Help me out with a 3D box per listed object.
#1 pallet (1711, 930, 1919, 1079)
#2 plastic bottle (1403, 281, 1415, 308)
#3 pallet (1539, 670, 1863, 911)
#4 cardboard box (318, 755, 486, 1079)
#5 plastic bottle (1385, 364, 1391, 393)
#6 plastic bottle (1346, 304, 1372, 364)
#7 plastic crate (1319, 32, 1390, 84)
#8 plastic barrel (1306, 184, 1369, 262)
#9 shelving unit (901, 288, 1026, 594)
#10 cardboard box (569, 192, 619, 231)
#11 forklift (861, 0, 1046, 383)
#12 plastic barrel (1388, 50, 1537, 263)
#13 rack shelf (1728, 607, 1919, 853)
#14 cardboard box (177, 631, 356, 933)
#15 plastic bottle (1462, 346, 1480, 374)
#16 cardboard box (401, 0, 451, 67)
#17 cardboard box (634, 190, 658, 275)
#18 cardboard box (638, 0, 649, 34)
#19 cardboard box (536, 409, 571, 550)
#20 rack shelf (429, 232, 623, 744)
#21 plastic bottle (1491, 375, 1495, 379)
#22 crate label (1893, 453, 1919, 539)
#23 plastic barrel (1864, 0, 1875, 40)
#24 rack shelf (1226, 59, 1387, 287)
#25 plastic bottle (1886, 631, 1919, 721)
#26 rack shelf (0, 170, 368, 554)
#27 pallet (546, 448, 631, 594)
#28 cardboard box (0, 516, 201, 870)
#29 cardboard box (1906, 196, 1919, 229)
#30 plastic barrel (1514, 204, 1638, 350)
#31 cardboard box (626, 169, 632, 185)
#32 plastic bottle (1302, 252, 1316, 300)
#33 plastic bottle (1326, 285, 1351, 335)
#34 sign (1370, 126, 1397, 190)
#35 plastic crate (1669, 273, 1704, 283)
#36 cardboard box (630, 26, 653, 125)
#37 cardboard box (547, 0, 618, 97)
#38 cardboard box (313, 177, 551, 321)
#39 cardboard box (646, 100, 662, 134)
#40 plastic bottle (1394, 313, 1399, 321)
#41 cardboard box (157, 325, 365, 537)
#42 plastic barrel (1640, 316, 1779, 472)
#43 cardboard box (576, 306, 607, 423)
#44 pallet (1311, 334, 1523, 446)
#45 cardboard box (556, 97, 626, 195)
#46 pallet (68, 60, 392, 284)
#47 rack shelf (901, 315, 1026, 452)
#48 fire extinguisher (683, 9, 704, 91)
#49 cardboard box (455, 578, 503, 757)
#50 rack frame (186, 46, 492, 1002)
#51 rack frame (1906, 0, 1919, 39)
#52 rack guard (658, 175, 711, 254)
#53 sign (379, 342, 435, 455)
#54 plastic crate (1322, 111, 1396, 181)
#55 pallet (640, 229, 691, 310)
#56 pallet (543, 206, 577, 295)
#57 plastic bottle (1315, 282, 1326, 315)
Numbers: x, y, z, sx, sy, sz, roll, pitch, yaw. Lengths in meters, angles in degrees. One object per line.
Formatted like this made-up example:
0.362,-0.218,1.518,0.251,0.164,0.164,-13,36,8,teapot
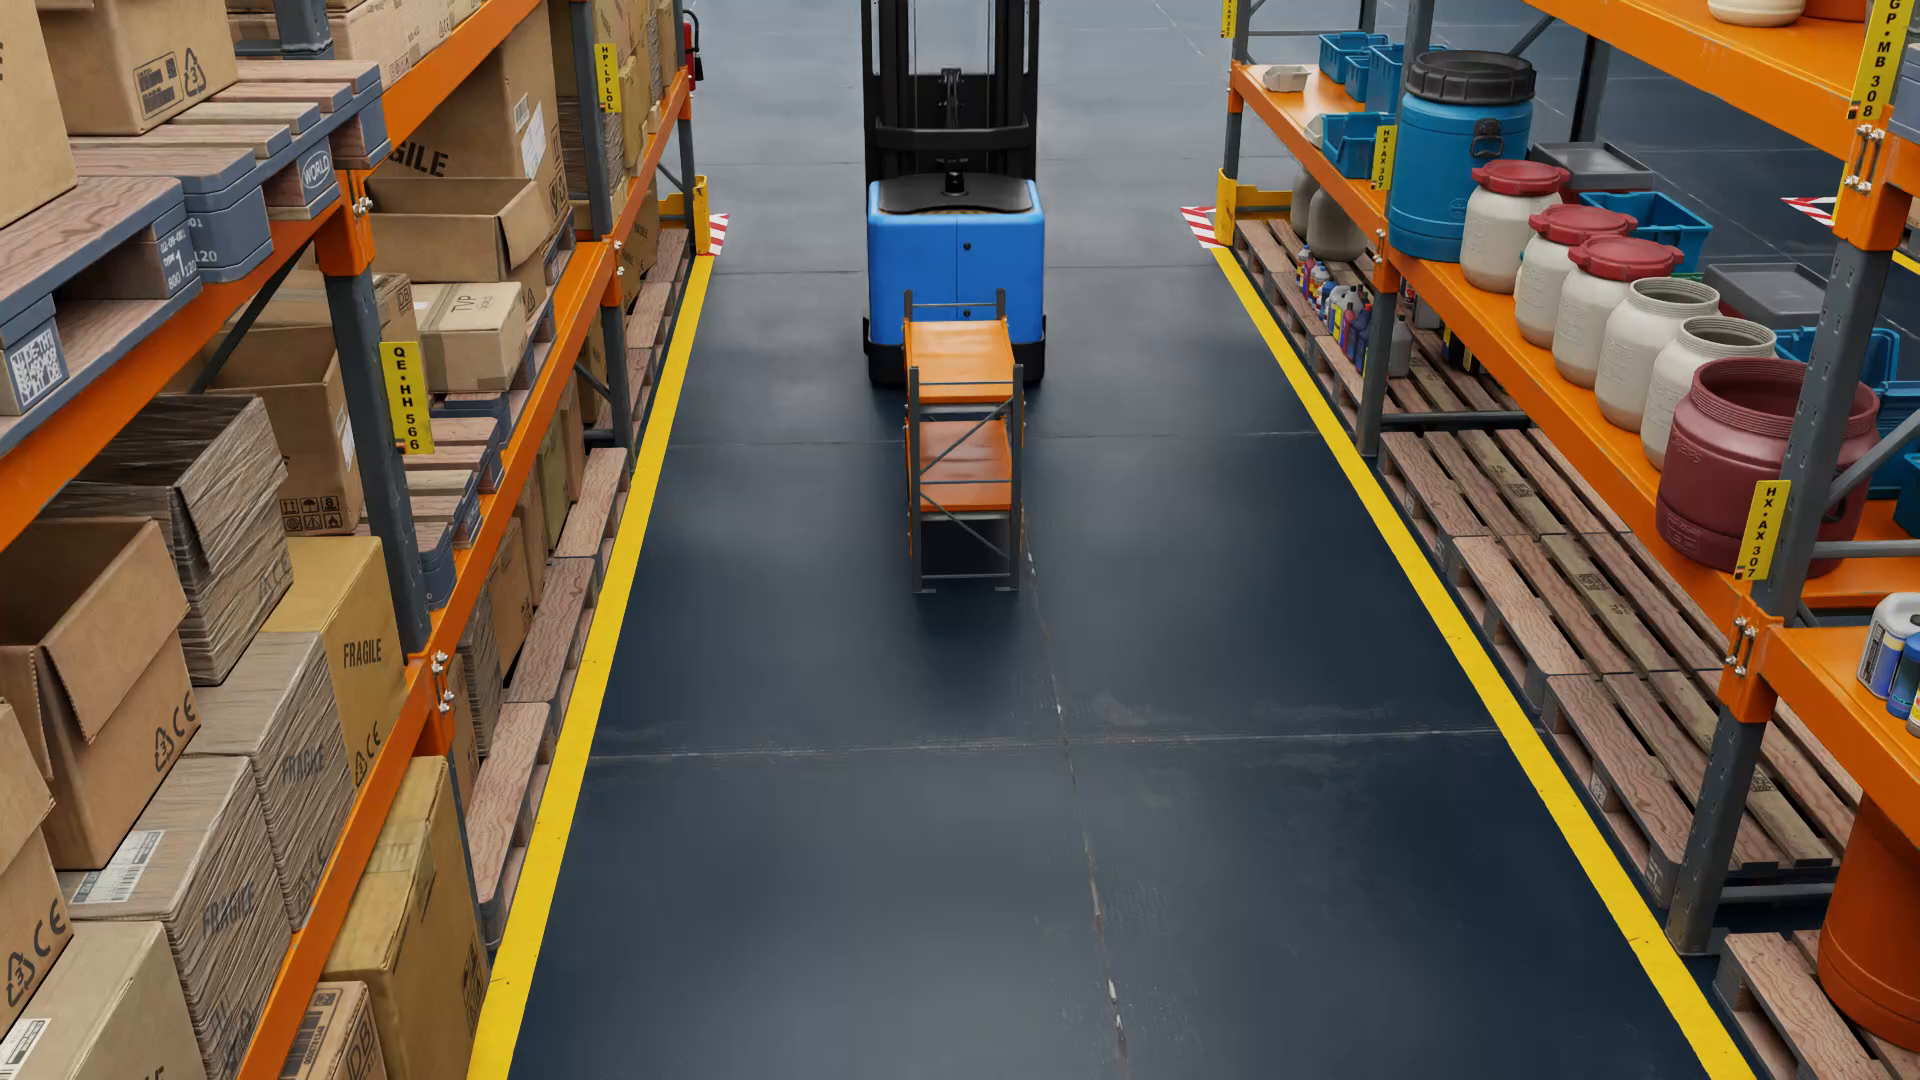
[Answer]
2.986,1.629,4.899,1.003,0.211,1.213,-1,28,-3,pallet
2.888,-1.589,10.604,0.097,0.201,0.097,0,28,0,plastic bottle
2.901,0.907,6.283,1.003,0.211,1.213,-1,28,-3,pallet
-2.028,1.224,4.503,1.225,0.875,0.875,-3,28,-5,cardboard box
2.364,-0.932,9.344,0.097,0.201,0.097,0,28,0,plastic bottle
2.363,-1.218,9.730,0.144,0.351,0.185,-3,28,-5,plastic bottle
2.810,-3.375,11.639,0.499,0.251,0.616,-1,28,-3,plastic crate
2.622,-2.215,11.489,0.421,0.512,0.421,0,28,0,plastic barrel
0.000,-0.496,7.984,0.538,1.125,1.048,-1,28,-3,shelving unit
-1.963,-1.694,8.525,0.380,0.149,0.250,-1,28,-3,cardboard box
-0.070,-2.874,10.591,1.130,2.935,3.031,-1,28,-2,forklift
2.412,-1.855,8.020,0.600,0.901,0.708,-1,28,-3,plastic barrel
3.007,1.272,3.346,1.077,0.370,4.000,-1,28,-3,rack shelf
-1.750,0.557,3.831,0.500,0.500,0.500,-2,28,-3,cardboard box
2.965,-1.112,9.601,0.061,0.283,0.133,-1,28,-3,plastic bottle
-1.840,-1.575,4.945,0.500,0.250,0.500,-1,28,-1,cardboard box
-2.380,-2.060,11.204,0.500,0.500,0.500,6,28,11,cardboard box
-2.112,-3.224,9.678,0.500,0.500,0.500,-1,28,-3,cardboard box
-2.236,-0.280,7.771,0.700,0.500,0.500,-2,28,-3,cardboard box
-2.148,-0.456,6.658,1.077,0.370,4.000,-1,28,-3,rack shelf
3.105,-1.024,9.520,0.097,0.201,0.097,0,28,0,plastic bottle
3.255,-0.100,5.380,0.303,0.233,0.416,-1,28,-3,crate label
3.077,-1.908,4.878,0.600,0.901,0.600,0,28,0,plastic barrel
2.590,-2.423,10.429,1.077,0.370,4.000,-1,28,-3,rack shelf
2.581,0.348,4.478,0.097,0.271,0.097,0,28,0,plastic bottle
-1.939,0.061,2.423,1.077,0.370,4.000,-1,28,-3,rack shelf
-2.210,-0.103,8.218,1.003,0.211,1.213,-1,28,-3,pallet
-1.990,0.299,3.241,0.797,0.503,0.637,-1,28,-1,cardboard box
7.238,-2.497,12.314,0.500,0.250,0.500,-1,28,-3,cardboard box
2.563,-1.092,6.954,0.433,0.535,0.433,0,28,0,plastic barrel
-2.026,-2.039,9.188,0.380,0.149,0.250,-1,28,-3,cardboard box
2.262,-1.706,10.739,0.061,0.283,0.133,-1,28,-2,plastic bottle
2.341,-1.409,10.177,0.152,0.276,0.135,-1,28,-2,plastic bottle
2.144,-1.933,8.413,0.100,0.325,0.005,-1,28,-3,sign
3.067,-0.927,7.012,0.450,0.188,0.662,-1,28,-3,plastic crate
-2.316,-2.776,9.899,0.875,0.500,0.500,-1,28,-3,cardboard box
-2.022,-2.532,8.350,0.500,0.500,0.500,-1,28,-3,cardboard box
-2.069,-1.132,6.611,0.797,0.503,0.637,1,28,3,cardboard box
-2.057,-2.618,10.297,0.380,0.149,0.250,-1,28,-3,cardboard box
2.509,-1.200,9.776,0.152,0.276,0.135,-1,28,-3,plastic bottle
-2.111,-0.330,5.077,0.500,0.500,0.500,-5,28,-9,cardboard box
2.636,-0.490,5.826,0.421,0.512,0.421,0,28,0,plastic barrel
-2.233,-0.962,9.100,0.500,0.500,0.500,-2,28,-4,cardboard box
2.701,-0.893,9.734,1.003,0.211,1.213,-1,28,-3,pallet
-2.214,-2.084,8.572,0.875,0.500,0.500,-1,28,-3,cardboard box
-1.957,-0.801,3.504,1.213,0.211,1.003,0,28,0,pallet
0.000,-0.755,7.849,0.538,0.278,1.000,-1,28,-3,rack shelf
-2.007,-3.575,11.945,0.296,0.674,0.183,-1,28,-3,fire extinguisher
-2.140,0.497,6.280,0.700,0.500,0.500,-4,28,-7,cardboard box
-2.043,0.149,4.721,1.000,3.000,0.127,-1,28,-3,rack frame
2.903,-2.631,3.563,1.000,3.000,0.127,-1,28,-3,rack frame
-2.457,-2.402,12.315,1.175,0.500,0.348,-1,28,-3,rack guard
-1.489,-0.380,4.482,0.100,0.325,0.005,-1,28,-3,sign
2.365,-2.257,9.494,0.499,0.251,0.616,-1,28,-3,plastic crate
-2.450,-1.898,11.661,1.003,0.211,1.213,-1,28,-3,pallet
-2.358,-1.257,7.624,1.003,0.211,1.213,-1,28,-3,pallet
2.297,-1.525,10.480,0.097,0.201,0.097,0,28,0,plastic bottle
